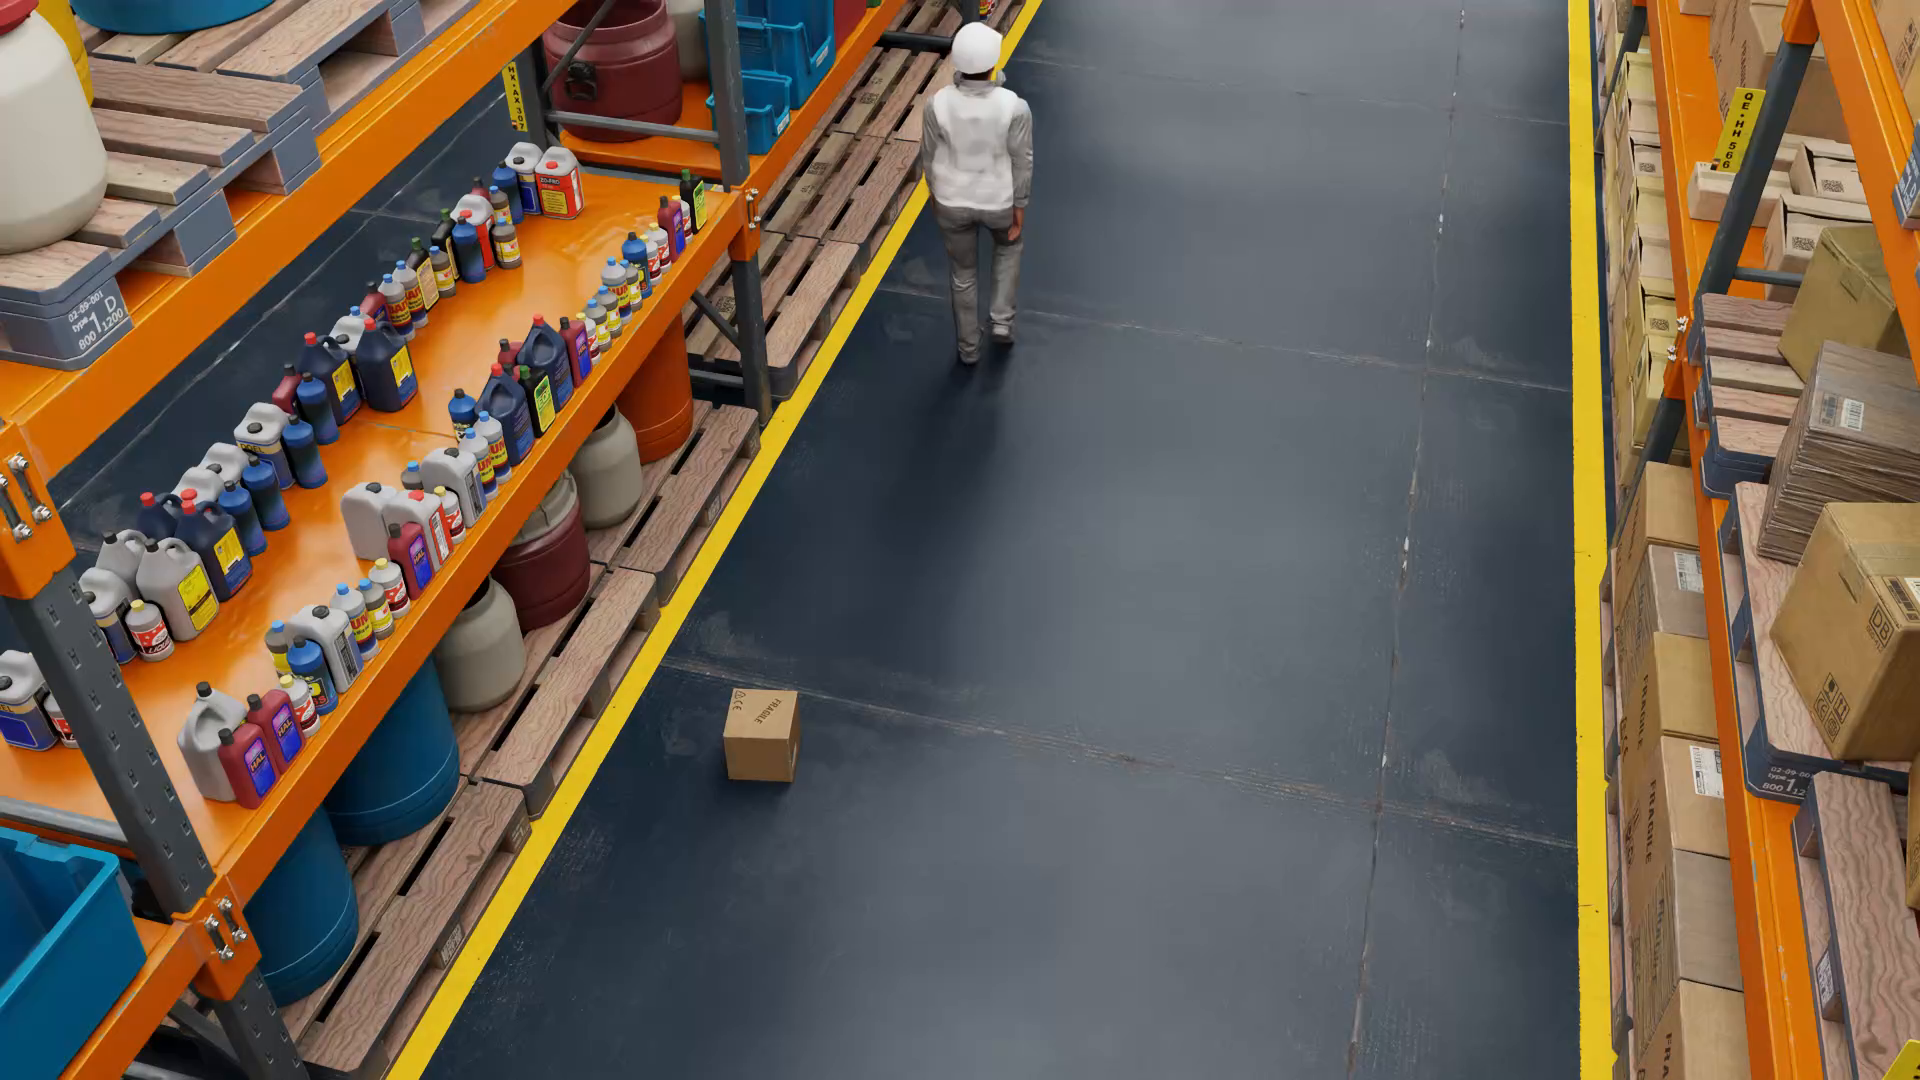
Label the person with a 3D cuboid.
[{"bbox_3d":[0.085,-1.682,8.084,0.535,1.805,0.472,2,41,3],"label":"person"}]
